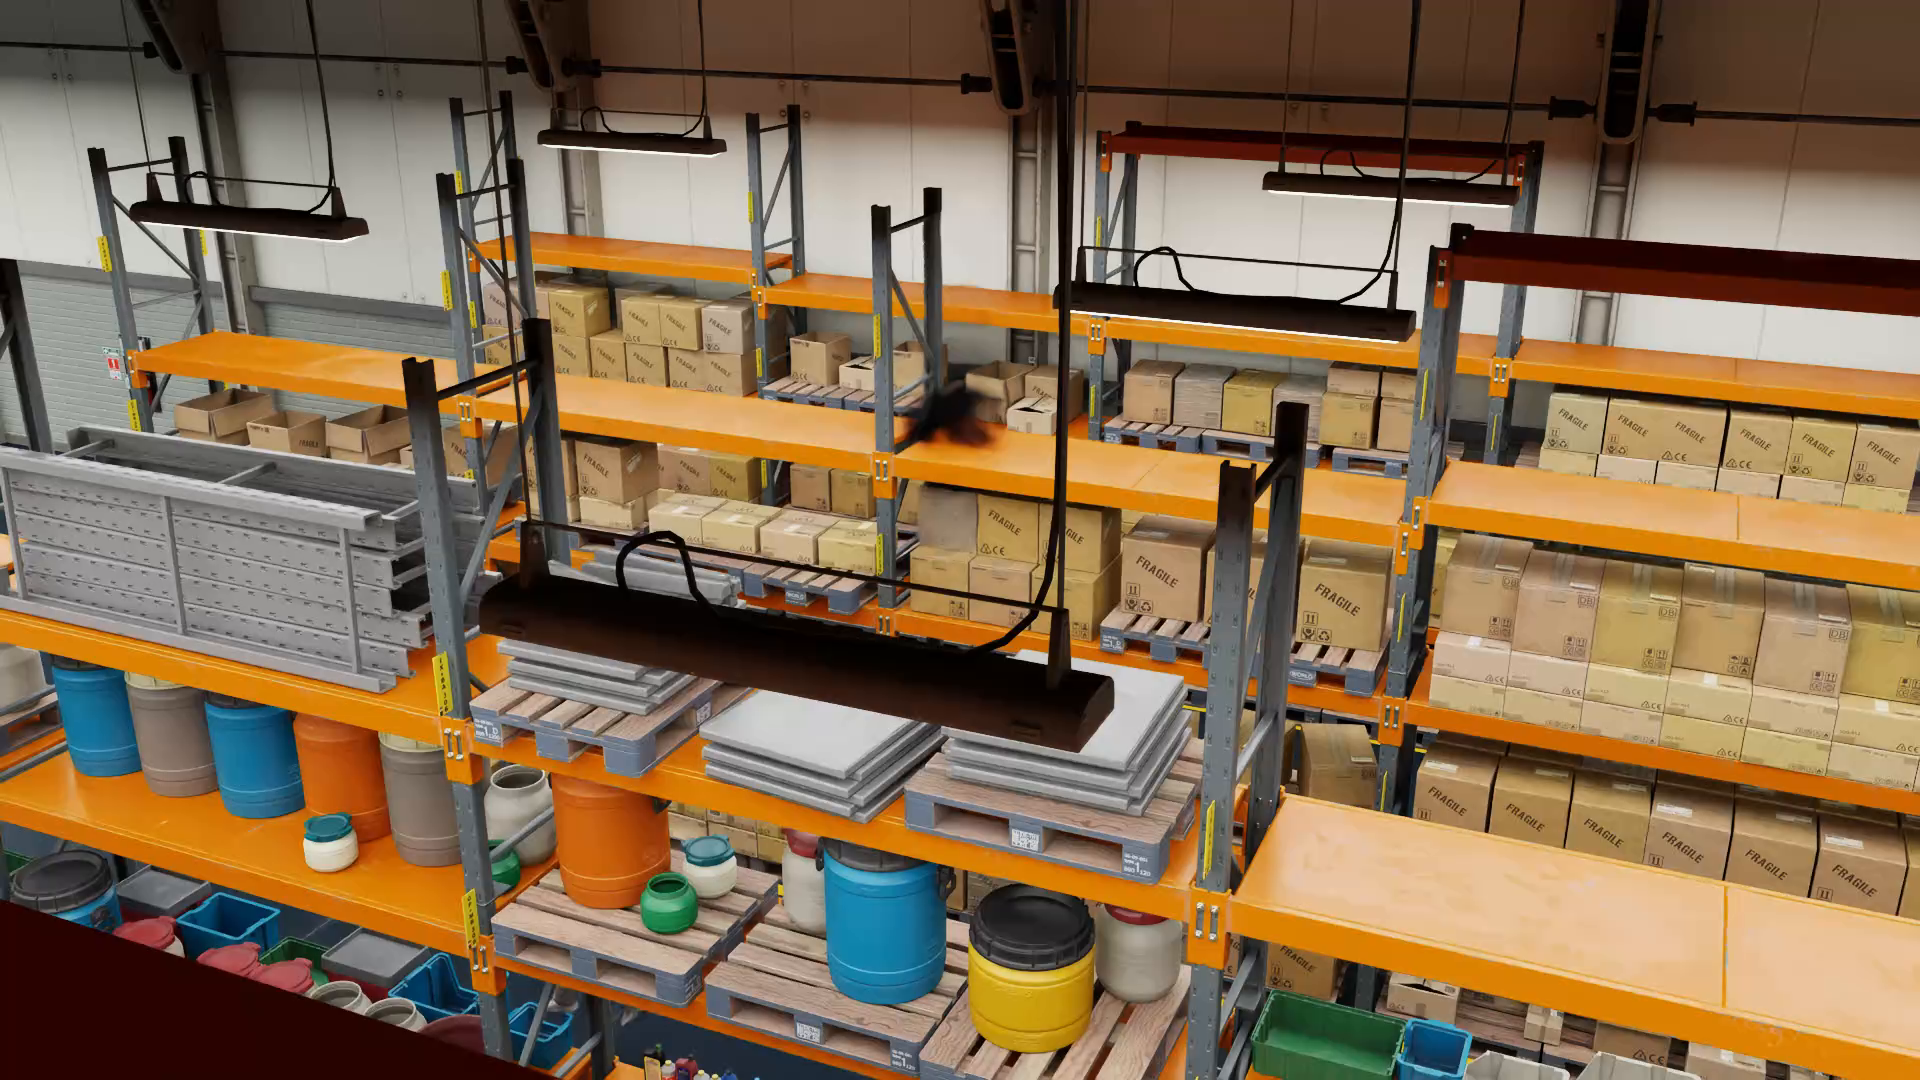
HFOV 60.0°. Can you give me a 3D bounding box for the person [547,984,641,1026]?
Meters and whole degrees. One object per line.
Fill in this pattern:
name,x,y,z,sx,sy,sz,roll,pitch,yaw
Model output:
person,-2.746,2.810,12.092,0.885,1.665,0.588,6,21,16
